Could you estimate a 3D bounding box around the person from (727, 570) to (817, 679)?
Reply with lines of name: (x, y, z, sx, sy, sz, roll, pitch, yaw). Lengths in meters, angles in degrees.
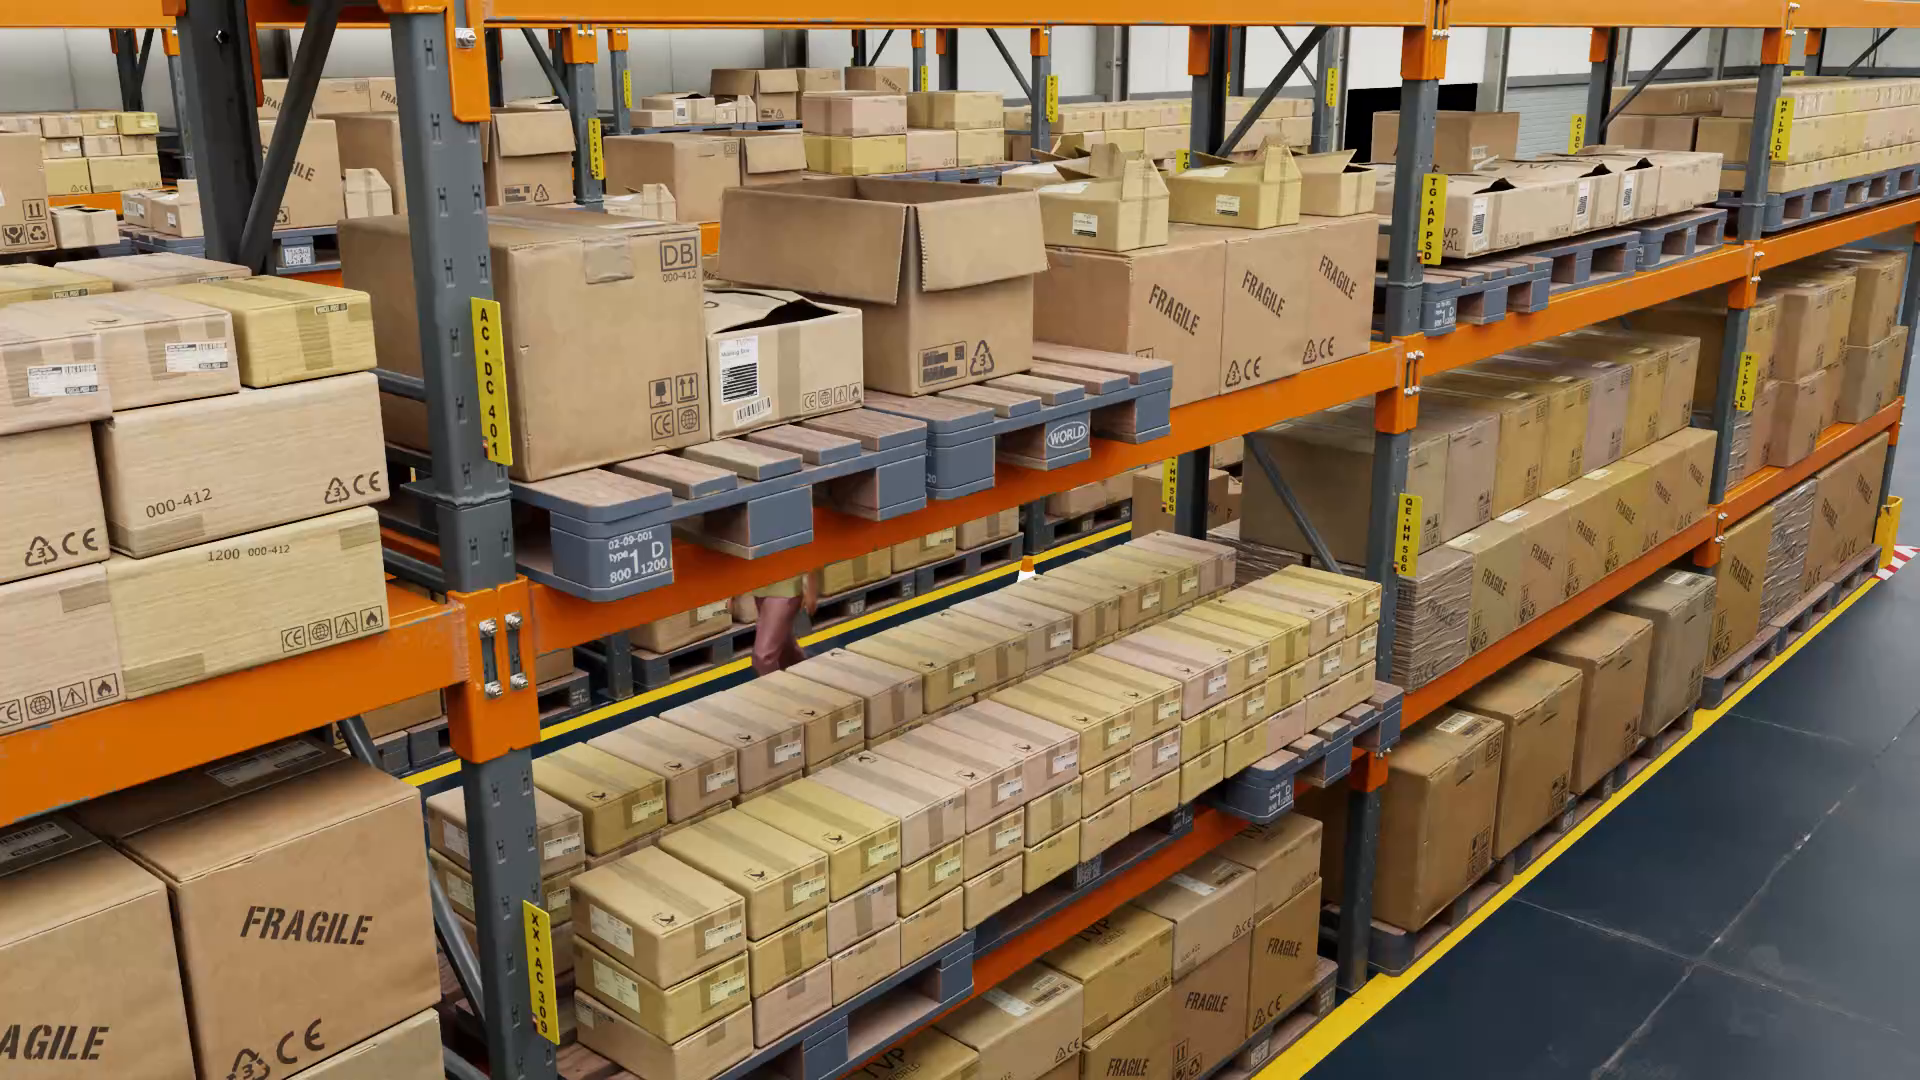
person: (-1.090, 0.344, 9.454, 0.459, 1.705, 0.722, 16, 23, 42)
